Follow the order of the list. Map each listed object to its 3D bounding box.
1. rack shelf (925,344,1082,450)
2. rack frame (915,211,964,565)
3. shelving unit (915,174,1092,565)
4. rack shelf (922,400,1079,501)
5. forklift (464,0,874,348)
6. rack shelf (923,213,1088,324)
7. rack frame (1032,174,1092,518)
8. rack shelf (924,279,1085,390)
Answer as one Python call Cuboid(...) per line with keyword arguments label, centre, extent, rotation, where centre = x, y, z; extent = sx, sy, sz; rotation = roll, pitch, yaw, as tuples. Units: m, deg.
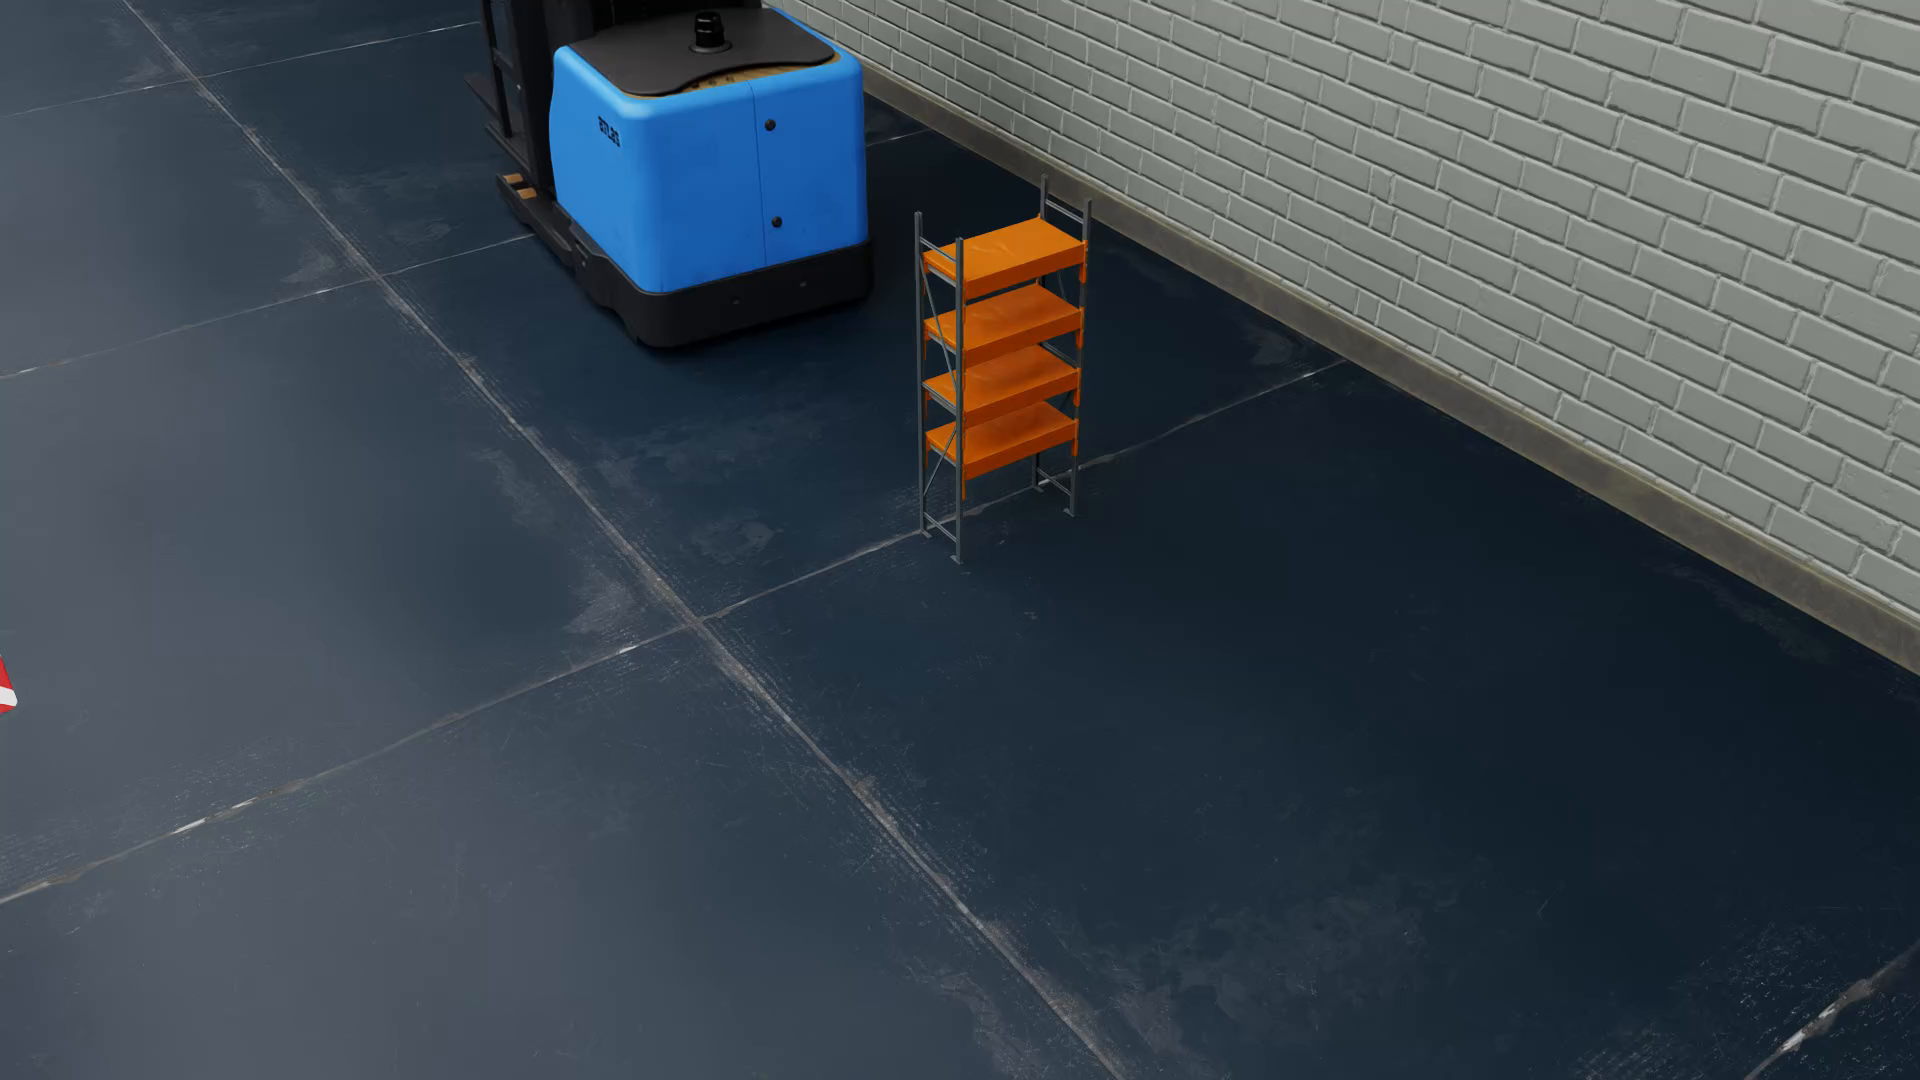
Cuboid(label="rack shelf", centre=(0.135, -0.488, 5.516), extent=(0.480, 0.148, 0.258), rotation=(-22, 41, -28))
Cuboid(label="rack frame", centre=(-0.064, -0.461, 5.363), extent=(0.015, 1.200, 0.240), rotation=(-22, 41, -28))
Cuboid(label="shelving unit", centre=(0.135, -0.543, 5.477), extent=(0.503, 1.200, 0.258), rotation=(-22, 41, -28))
Cuboid(label="rack shelf", centre=(0.135, -0.327, 5.632), extent=(0.480, 0.148, 0.258), rotation=(-22, 41, -28))
Cuboid(label="forklift", centre=(-1.553, -2.799, 7.132), extent=(1.130, 2.935, 3.031), rotation=(-19, 40, -24))
Cuboid(label="rack shelf", centre=(0.135, -0.862, 5.248), extent=(0.480, 0.148, 0.258), rotation=(-22, 41, -28))
Cuboid(label="rack frame", centre=(0.335, -0.625, 5.591), extent=(0.015, 1.200, 0.240), rotation=(-22, 41, -28))
Cuboid(label="rack shelf", centre=(0.135, -0.670, 5.386), extent=(0.480, 0.148, 0.258), rotation=(-22, 41, -28))
